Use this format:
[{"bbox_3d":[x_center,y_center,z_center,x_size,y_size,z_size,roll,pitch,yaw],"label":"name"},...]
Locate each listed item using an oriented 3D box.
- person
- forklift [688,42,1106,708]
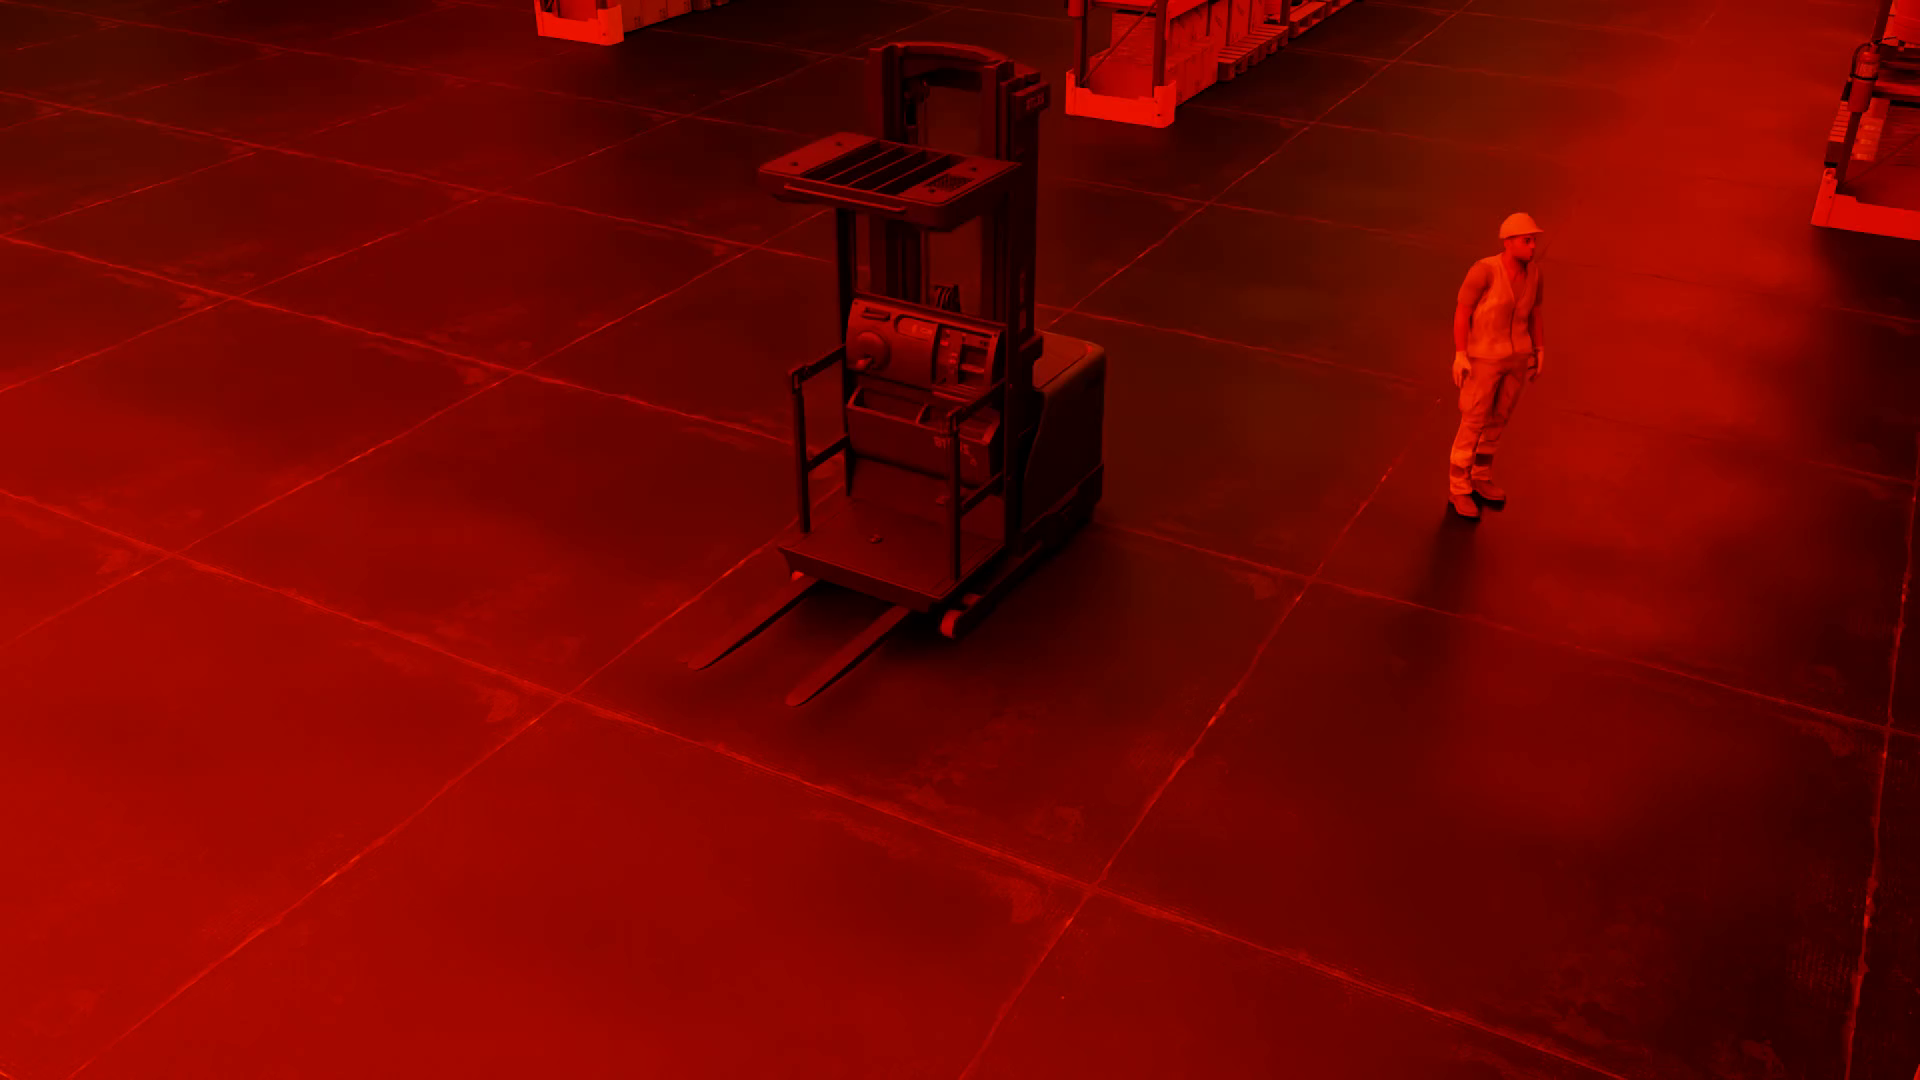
[{"bbox_3d":[3.288,-1.062,10.041,0.643,1.789,0.565,-11,32,-18],"label":"person"},{"bbox_3d":[-0.314,-0.992,8.789,1.130,2.935,3.031,17,34,27],"label":"forklift"}]
